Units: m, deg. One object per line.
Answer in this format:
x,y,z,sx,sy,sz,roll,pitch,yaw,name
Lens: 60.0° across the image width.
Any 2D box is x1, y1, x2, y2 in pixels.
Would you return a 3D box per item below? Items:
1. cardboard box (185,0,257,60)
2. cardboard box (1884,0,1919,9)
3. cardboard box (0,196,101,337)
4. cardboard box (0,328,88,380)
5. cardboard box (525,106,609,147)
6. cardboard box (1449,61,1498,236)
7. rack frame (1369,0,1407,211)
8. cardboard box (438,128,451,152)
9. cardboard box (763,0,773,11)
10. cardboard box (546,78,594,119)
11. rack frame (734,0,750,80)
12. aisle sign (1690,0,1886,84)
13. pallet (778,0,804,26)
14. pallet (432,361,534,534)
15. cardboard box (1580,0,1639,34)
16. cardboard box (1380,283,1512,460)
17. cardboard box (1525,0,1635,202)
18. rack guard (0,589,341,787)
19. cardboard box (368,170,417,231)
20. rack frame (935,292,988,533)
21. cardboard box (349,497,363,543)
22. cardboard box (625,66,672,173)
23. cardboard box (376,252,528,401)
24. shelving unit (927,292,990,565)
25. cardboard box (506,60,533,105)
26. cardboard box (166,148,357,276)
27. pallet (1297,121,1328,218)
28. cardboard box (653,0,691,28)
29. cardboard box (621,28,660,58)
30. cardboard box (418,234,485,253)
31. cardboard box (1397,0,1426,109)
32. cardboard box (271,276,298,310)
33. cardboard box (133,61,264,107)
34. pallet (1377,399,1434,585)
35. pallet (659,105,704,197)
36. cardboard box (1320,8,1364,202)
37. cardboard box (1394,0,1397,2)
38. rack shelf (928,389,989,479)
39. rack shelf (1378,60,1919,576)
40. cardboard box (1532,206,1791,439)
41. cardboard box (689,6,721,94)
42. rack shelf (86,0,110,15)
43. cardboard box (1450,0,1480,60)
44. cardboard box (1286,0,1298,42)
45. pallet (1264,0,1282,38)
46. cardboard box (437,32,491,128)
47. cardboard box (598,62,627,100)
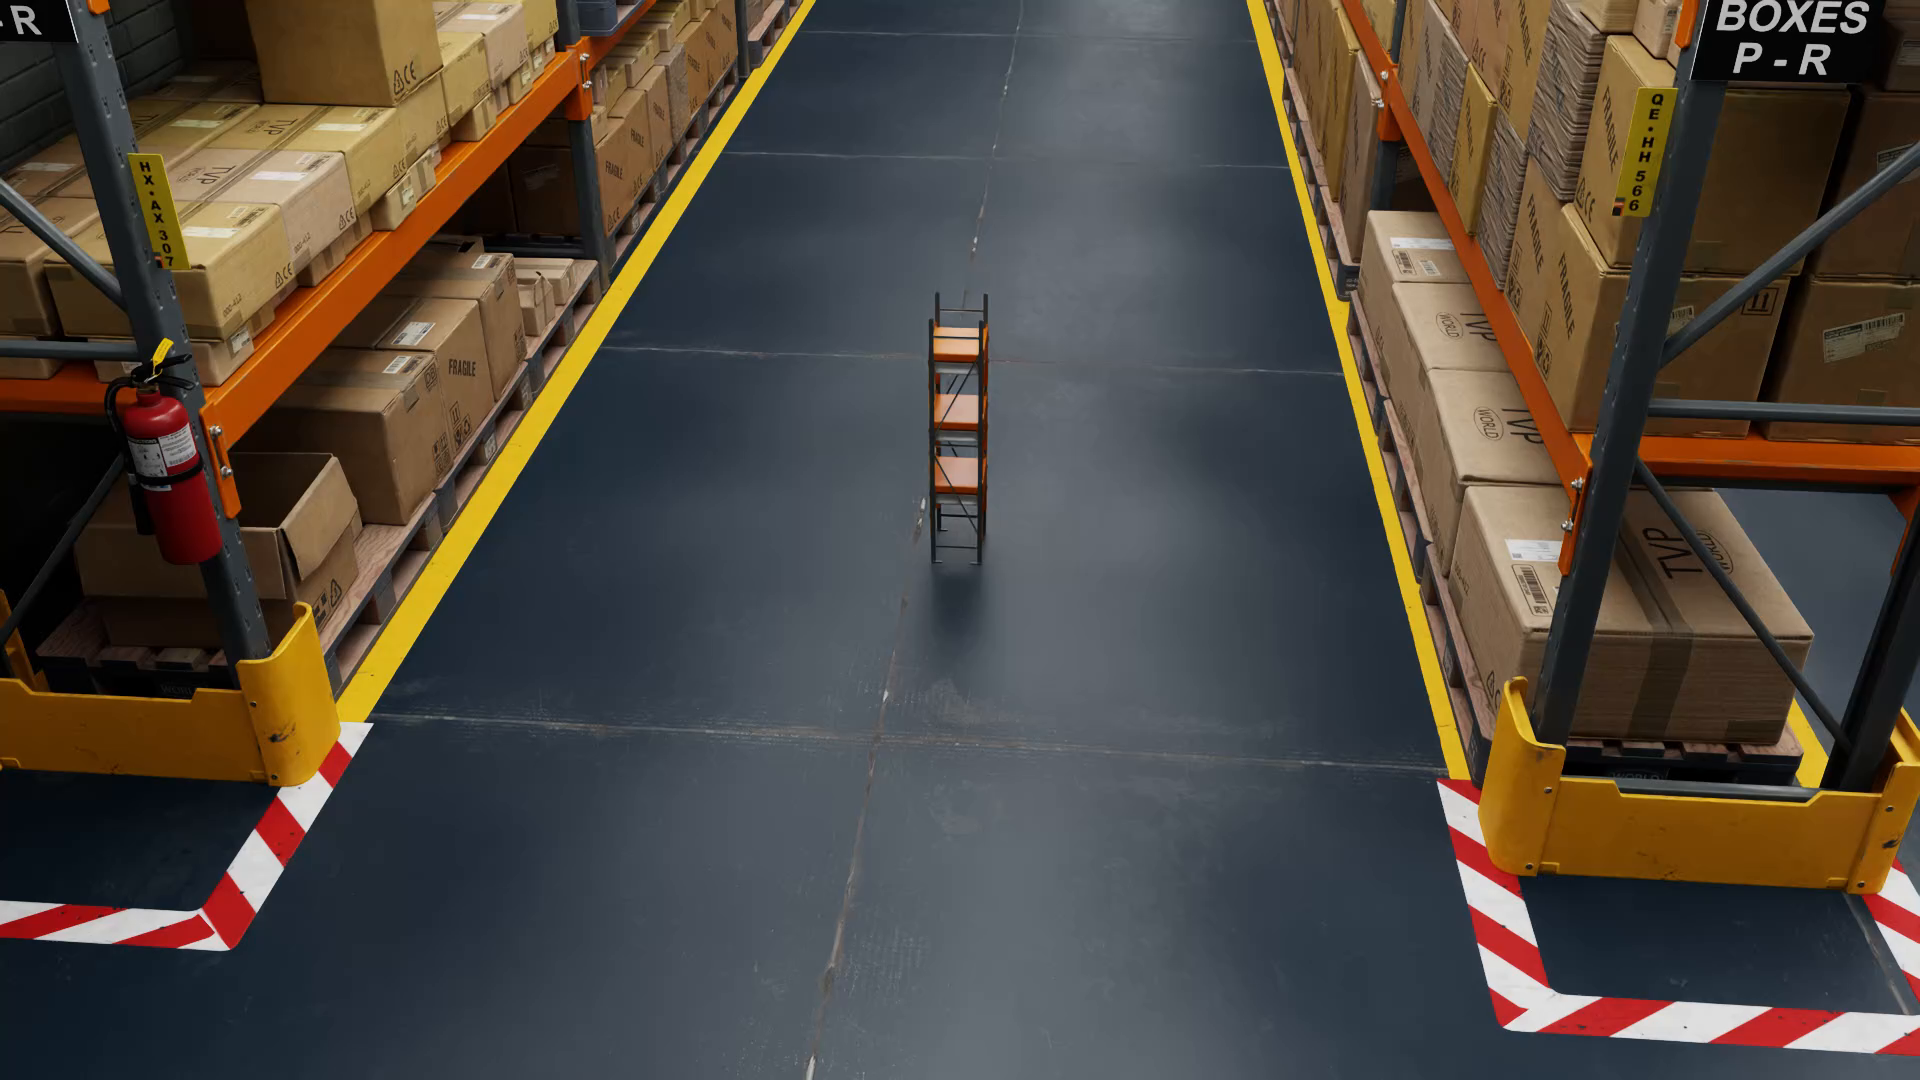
-2.773,-2.248,6.683,0.500,0.500,0.500,2,32,3,cardboard box
2.490,-1.390,4.480,0.380,0.149,0.250,3,32,5,cardboard box
-2.940,-0.856,5.140,0.500,0.250,0.500,3,32,5,cardboard box
-2.953,-0.619,5.135,0.380,0.149,0.250,2,32,3,cardboard box
-2.093,-2.200,8.825,0.380,0.149,0.250,4,32,6,cardboard box
2.127,-1.439,6.131,0.500,0.500,0.500,3,32,5,cardboard box
2.561,-2.423,7.823,1.000,3.000,0.127,2,32,4,rack frame
-2.331,-1.674,6.846,0.380,0.149,0.250,3,32,5,cardboard box
-1.951,-4.560,13.154,0.875,0.625,0.625,3,32,6,cardboard box
-2.153,-2.329,8.751,0.380,0.149,0.250,2,32,3,cardboard box
-2.061,-4.725,11.558,1.000,3.000,0.127,2,32,4,rack frame
1.920,-1.414,3.707,0.394,0.787,0.004,2,32,4,aisle sign
-1.853,-4.603,14.017,1.003,0.211,1.213,2,32,4,pallet
-2.541,-0.447,7.275,1.003,0.211,1.213,2,32,4,pallet
1.998,-1.544,4.730,0.380,0.149,0.250,2,32,4,cardboard box
2.330,-0.719,7.100,0.875,0.438,0.875,2,32,3,cardboard box
2.050,-1.337,5.011,0.500,0.500,0.500,3,32,4,cardboard box
-2.706,0.483,5.490,1.175,0.500,0.348,2,32,4,rack guard
-2.258,-1.266,6.185,0.380,0.149,0.250,2,32,3,cardboard box
0.006,-0.483,6.533,0.200,1.050,0.008,2,32,4,rack frame
-2.495,-0.043,6.278,0.380,0.149,0.250,1,32,2,cardboard box
-2.045,-2.531,9.980,0.500,0.500,0.500,2,32,3,cardboard box
-2.375,-0.960,7.431,0.700,0.500,0.500,1,32,2,cardboard box
-0.004,-0.419,6.429,0.215,1.050,0.252,2,32,4,shelving unit
-2.158,-2.075,7.497,0.380,0.149,0.250,3,32,5,cardboard box
-2.366,-1.094,5.525,0.500,0.250,0.500,3,32,5,cardboard box
2.645,-2.282,10.252,1.003,0.211,1.213,2,32,4,pallet
-1.973,-3.431,10.822,0.380,0.149,0.250,3,32,5,cardboard box
-2.056,-3.028,10.168,0.380,0.149,0.250,3,32,4,cardboard box
-2.676,-1.332,8.215,0.500,0.311,0.500,4,32,6,cardboard box
2.261,-2.232,7.417,0.500,0.500,0.500,3,32,6,cardboard box
-2.451,-0.869,5.540,0.380,0.149,0.250,2,32,3,cardboard box
-2.809,-1.658,6.441,0.500,0.250,0.500,2,32,4,cardboard box
2.324,-0.202,6.877,1.003,0.211,1.213,2,32,4,pallet
-2.262,-2.513,10.626,1.003,0.211,1.213,2,32,4,pallet
2.597,-2.498,9.569,0.875,0.875,0.875,3,32,5,cardboard box
2.354,-2.813,8.122,0.500,0.250,0.500,2,32,4,cardboard box
-0.004,-0.410,6.435,0.215,0.259,0.240,2,32,4,rack shelf
2.398,-1.071,6.315,1.077,0.370,4.000,2,32,4,rack shelf
2.010,-0.638,4.830,0.500,0.500,0.500,3,32,4,cardboard box
-1.933,-3.348,11.306,0.500,0.500,0.500,2,32,3,cardboard box
-2.550,-2.558,5.869,1.077,0.370,4.000,2,32,4,rack shelf
2.180,-2.121,6.285,0.500,0.500,0.500,3,32,5,cardboard box
2.942,-3.870,12.275,0.950,0.372,0.625,0,32,1,cardboard box
3.053,-4.372,13.644,1.003,0.211,1.213,2,32,4,pallet
-2.265,-1.896,6.828,0.500,0.250,0.500,2,32,4,cardboard box
-2.129,-2.627,9.518,0.380,0.149,0.250,2,32,3,cardboard box
